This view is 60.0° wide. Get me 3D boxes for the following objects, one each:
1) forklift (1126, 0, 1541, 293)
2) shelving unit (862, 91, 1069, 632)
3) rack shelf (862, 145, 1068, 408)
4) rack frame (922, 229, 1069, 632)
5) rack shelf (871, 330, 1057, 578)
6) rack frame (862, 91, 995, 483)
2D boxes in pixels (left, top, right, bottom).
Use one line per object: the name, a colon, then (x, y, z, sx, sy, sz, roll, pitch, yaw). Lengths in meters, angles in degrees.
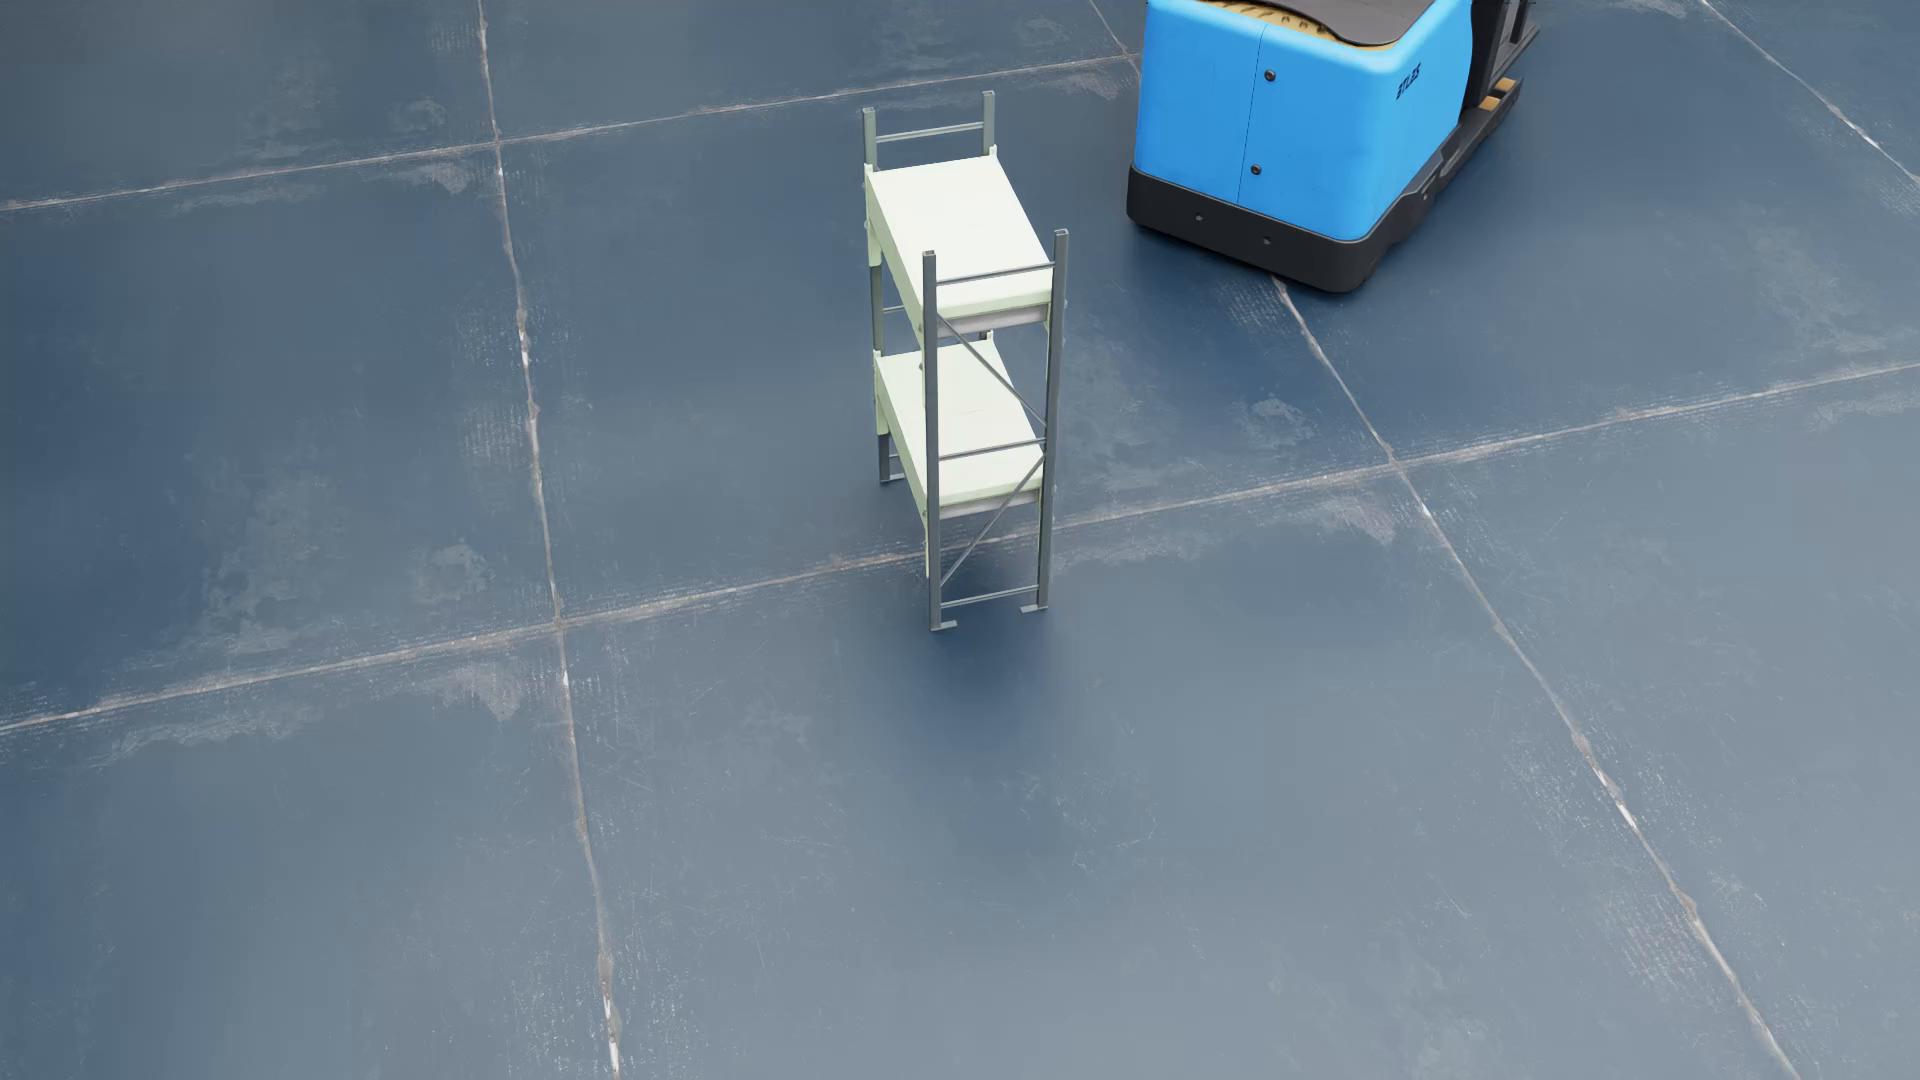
forklift: (1.924, -3.040, 6.677, 1.130, 2.935, 3.031, 25, 51, 22)
shelving unit: (0.002, -0.520, 5.210, 0.431, 1.500, 0.755, -11, 47, -10)
rack shelf: (0.002, -0.793, 4.931, 0.431, 0.370, 0.720, -11, 47, -10)
rack frame: (0.095, -0.268, 4.962, 0.400, 1.500, 0.023, -11, 47, -10)
rack shelf: (0.002, -0.292, 5.443, 0.431, 0.370, 0.720, -11, 47, -10)
rack frame: (-0.092, -0.773, 5.457, 0.400, 1.500, 0.023, -11, 47, -10)
